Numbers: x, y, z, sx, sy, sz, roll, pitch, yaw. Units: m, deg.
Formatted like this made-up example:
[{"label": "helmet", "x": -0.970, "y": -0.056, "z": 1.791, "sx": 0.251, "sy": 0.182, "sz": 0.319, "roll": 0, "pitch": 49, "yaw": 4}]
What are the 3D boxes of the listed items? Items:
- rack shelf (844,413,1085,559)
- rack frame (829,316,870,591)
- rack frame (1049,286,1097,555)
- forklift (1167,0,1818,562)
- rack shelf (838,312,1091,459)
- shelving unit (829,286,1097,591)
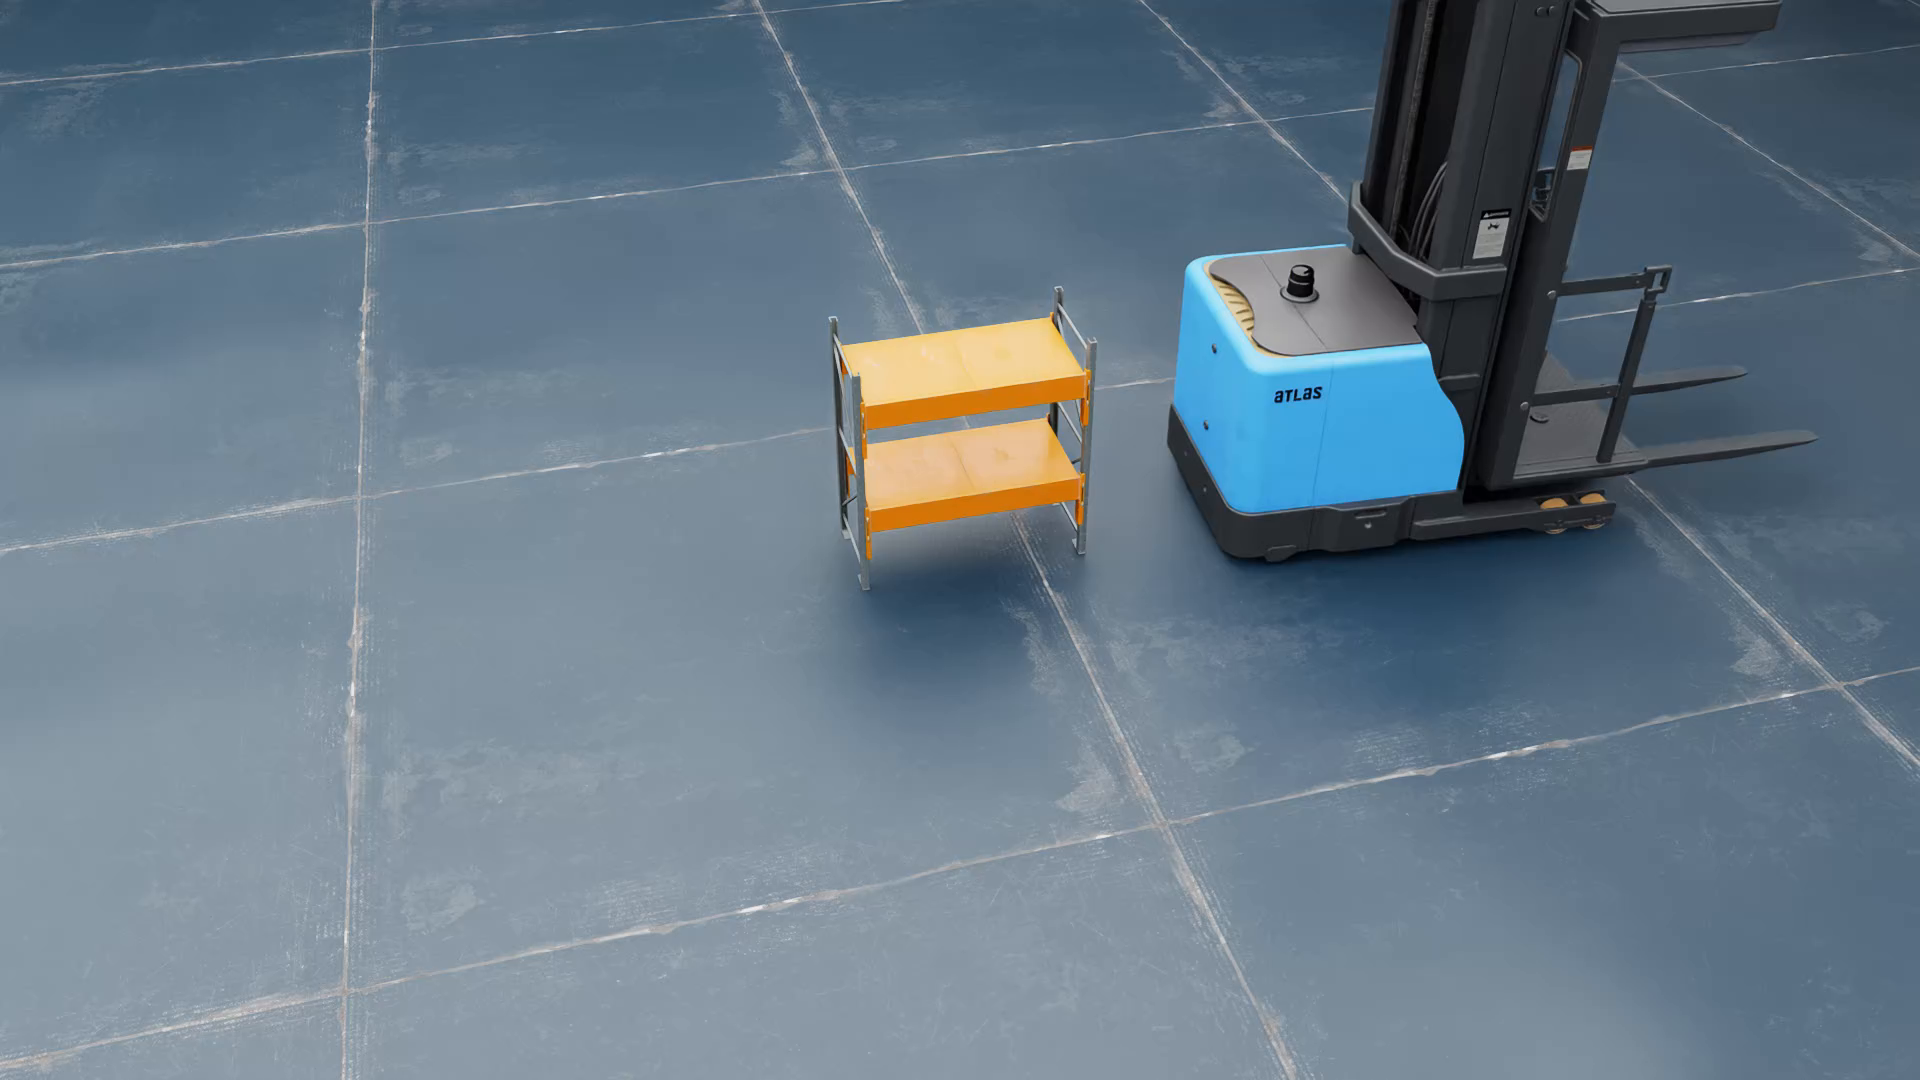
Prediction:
[{"label": "rack shelf", "x": 0.007, "y": -0.254, "z": 7.558, "sx": 1.000, "sy": 0.278, "sz": 0.538, "roll": -9, "pitch": 38, "yaw": -12}, {"label": "rack frame", "x": -0.484, "y": -0.367, "z": 7.304, "sx": 0.032, "sy": 1.125, "sz": 0.500, "roll": -9, "pitch": 38, "yaw": -12}, {"label": "rack frame", "x": 0.497, "y": -0.528, "z": 7.515, "sx": 0.032, "sy": 1.125, "sz": 0.500, "roll": -9, "pitch": 38, "yaw": -12}, {"label": "forklift", "x": 2.597, "y": -1.502, "z": 7.301, "sx": 3.031, "sy": 2.935, "sz": 1.130, "roll": -7, "pitch": 38, "yaw": -9}, {"label": "rack shelf", "x": 0.007, "y": -0.680, "z": 7.232, "sx": 1.000, "sy": 0.278, "sz": 0.538, "roll": -9, "pitch": 38, "yaw": -12}, {"label": "shelving unit", "x": 0.007, "y": -0.448, "z": 7.410, "sx": 1.048, "sy": 1.125, "sz": 0.538, "roll": -9, "pitch": 38, "yaw": -12}]
